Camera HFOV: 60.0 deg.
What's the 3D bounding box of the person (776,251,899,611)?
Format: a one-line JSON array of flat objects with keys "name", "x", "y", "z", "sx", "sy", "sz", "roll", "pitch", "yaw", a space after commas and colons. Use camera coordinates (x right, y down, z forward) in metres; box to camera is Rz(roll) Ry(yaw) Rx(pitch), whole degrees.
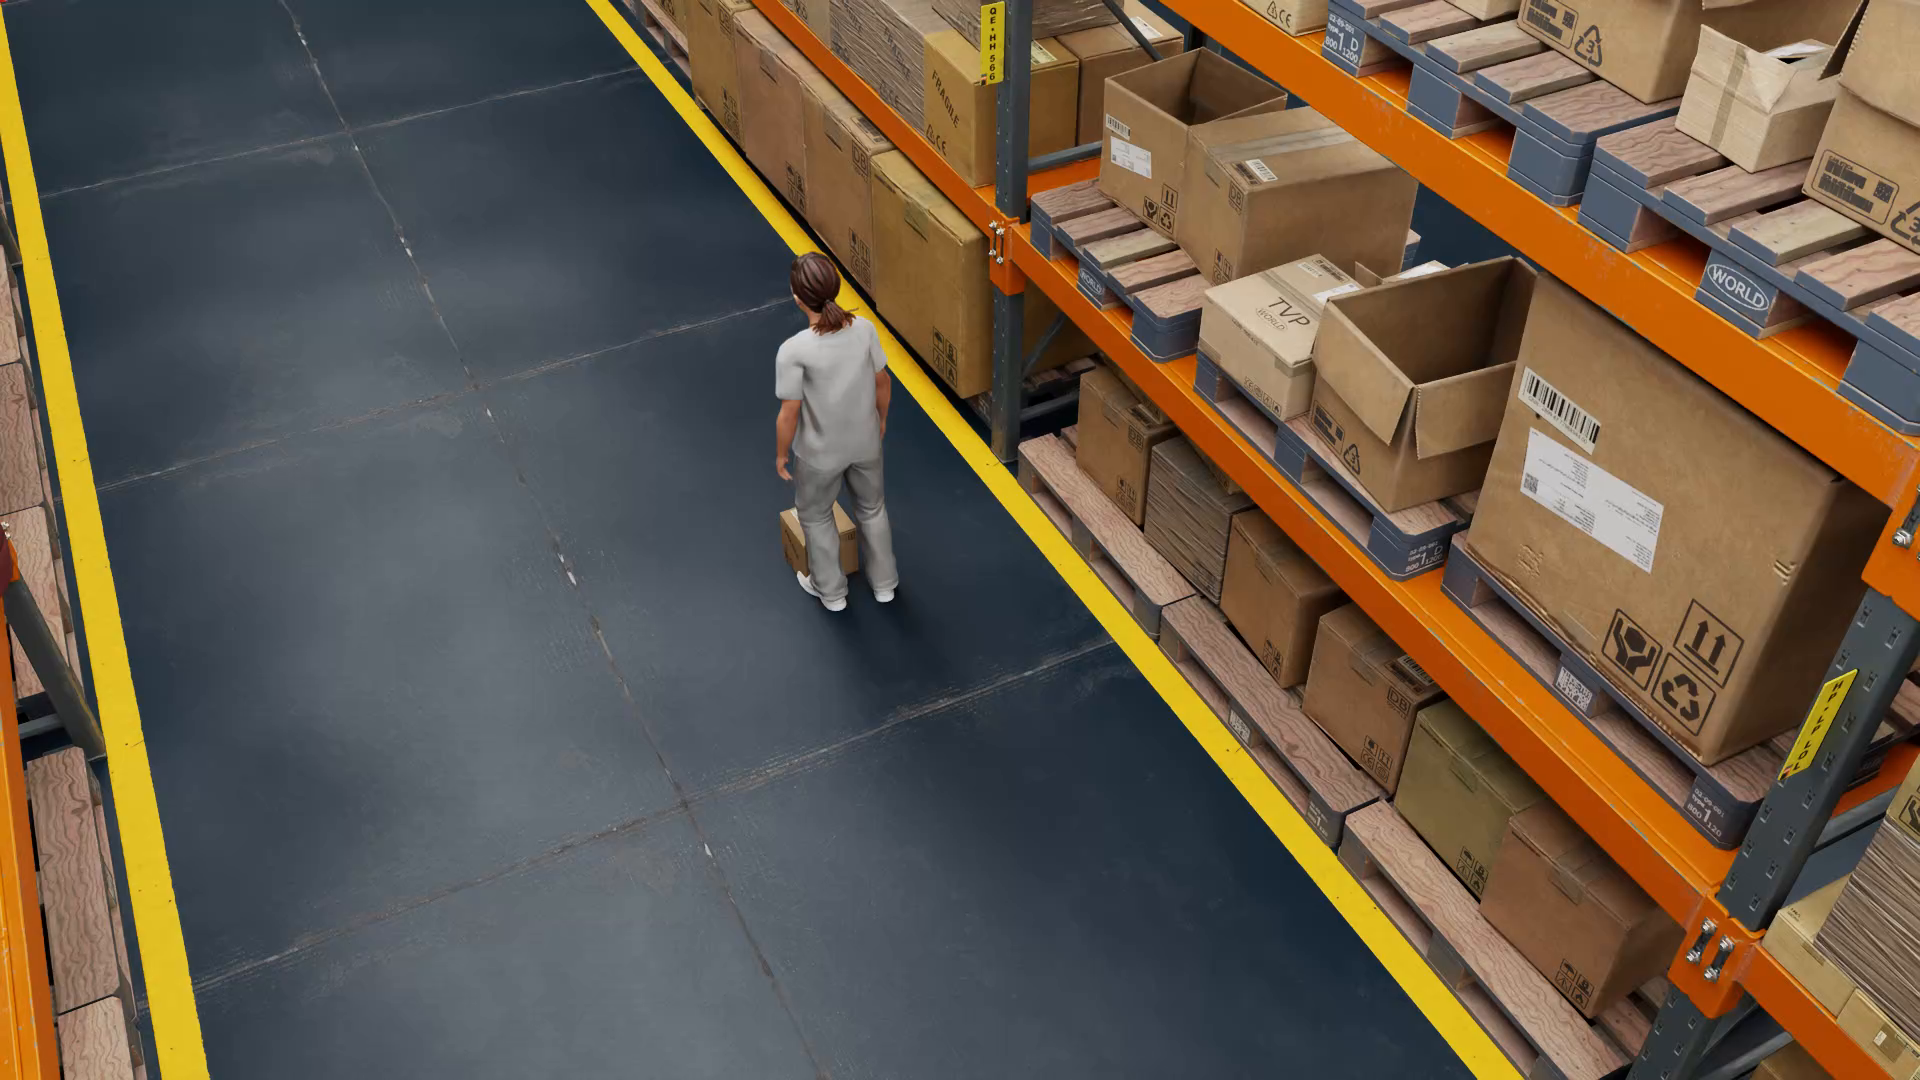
[{"name": "person", "x": -0.505, "y": -0.399, "z": 6.612, "sx": 0.507, "sy": 1.673, "sz": 0.406, "roll": -20, "pitch": 45, "yaw": -22}]
